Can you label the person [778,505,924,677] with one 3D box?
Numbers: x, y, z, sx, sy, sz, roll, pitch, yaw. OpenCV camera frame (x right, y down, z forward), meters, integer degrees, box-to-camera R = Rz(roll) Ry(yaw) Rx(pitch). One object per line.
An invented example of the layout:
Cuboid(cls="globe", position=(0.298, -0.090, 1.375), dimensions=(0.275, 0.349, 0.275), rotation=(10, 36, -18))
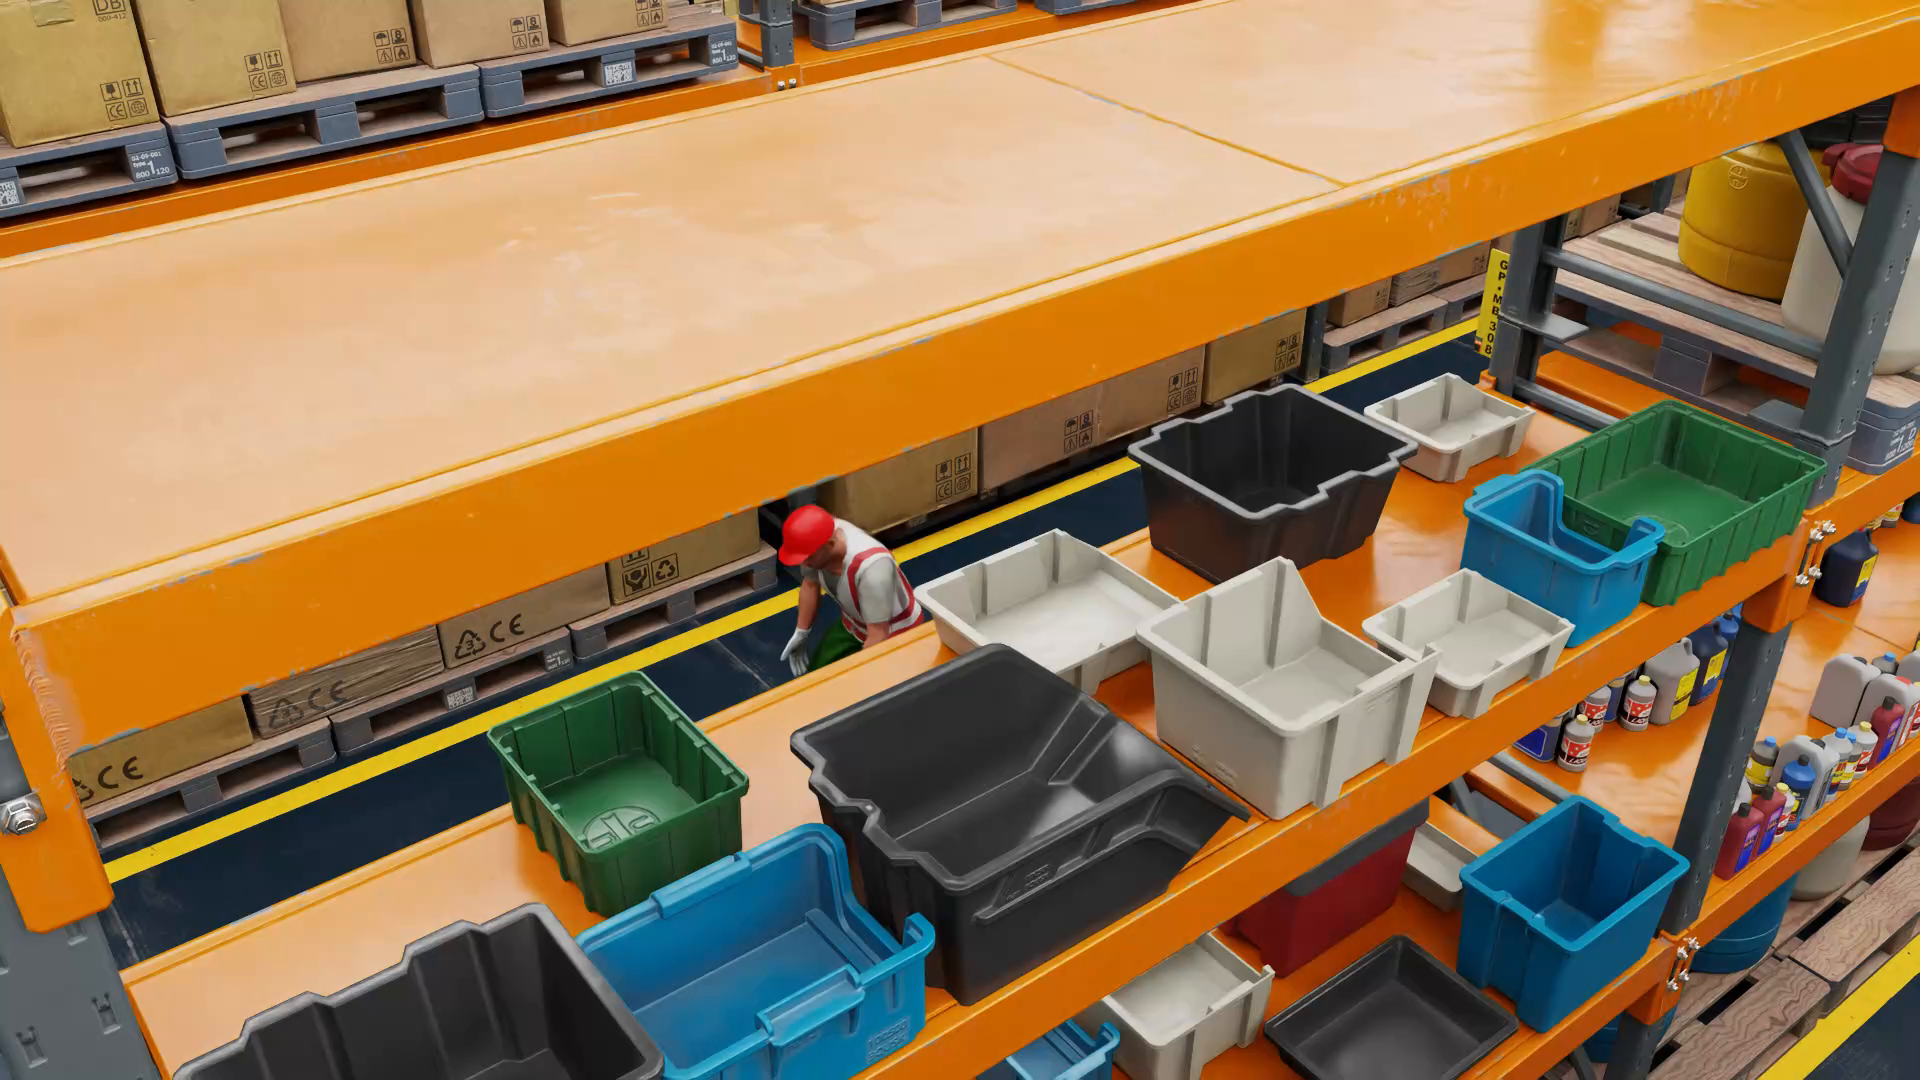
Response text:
Cuboid(cls="person", position=(-0.465, 0.467, 7.248), dimensions=(0.669, 1.555, 0.577), rotation=(-22, 38, -31))
